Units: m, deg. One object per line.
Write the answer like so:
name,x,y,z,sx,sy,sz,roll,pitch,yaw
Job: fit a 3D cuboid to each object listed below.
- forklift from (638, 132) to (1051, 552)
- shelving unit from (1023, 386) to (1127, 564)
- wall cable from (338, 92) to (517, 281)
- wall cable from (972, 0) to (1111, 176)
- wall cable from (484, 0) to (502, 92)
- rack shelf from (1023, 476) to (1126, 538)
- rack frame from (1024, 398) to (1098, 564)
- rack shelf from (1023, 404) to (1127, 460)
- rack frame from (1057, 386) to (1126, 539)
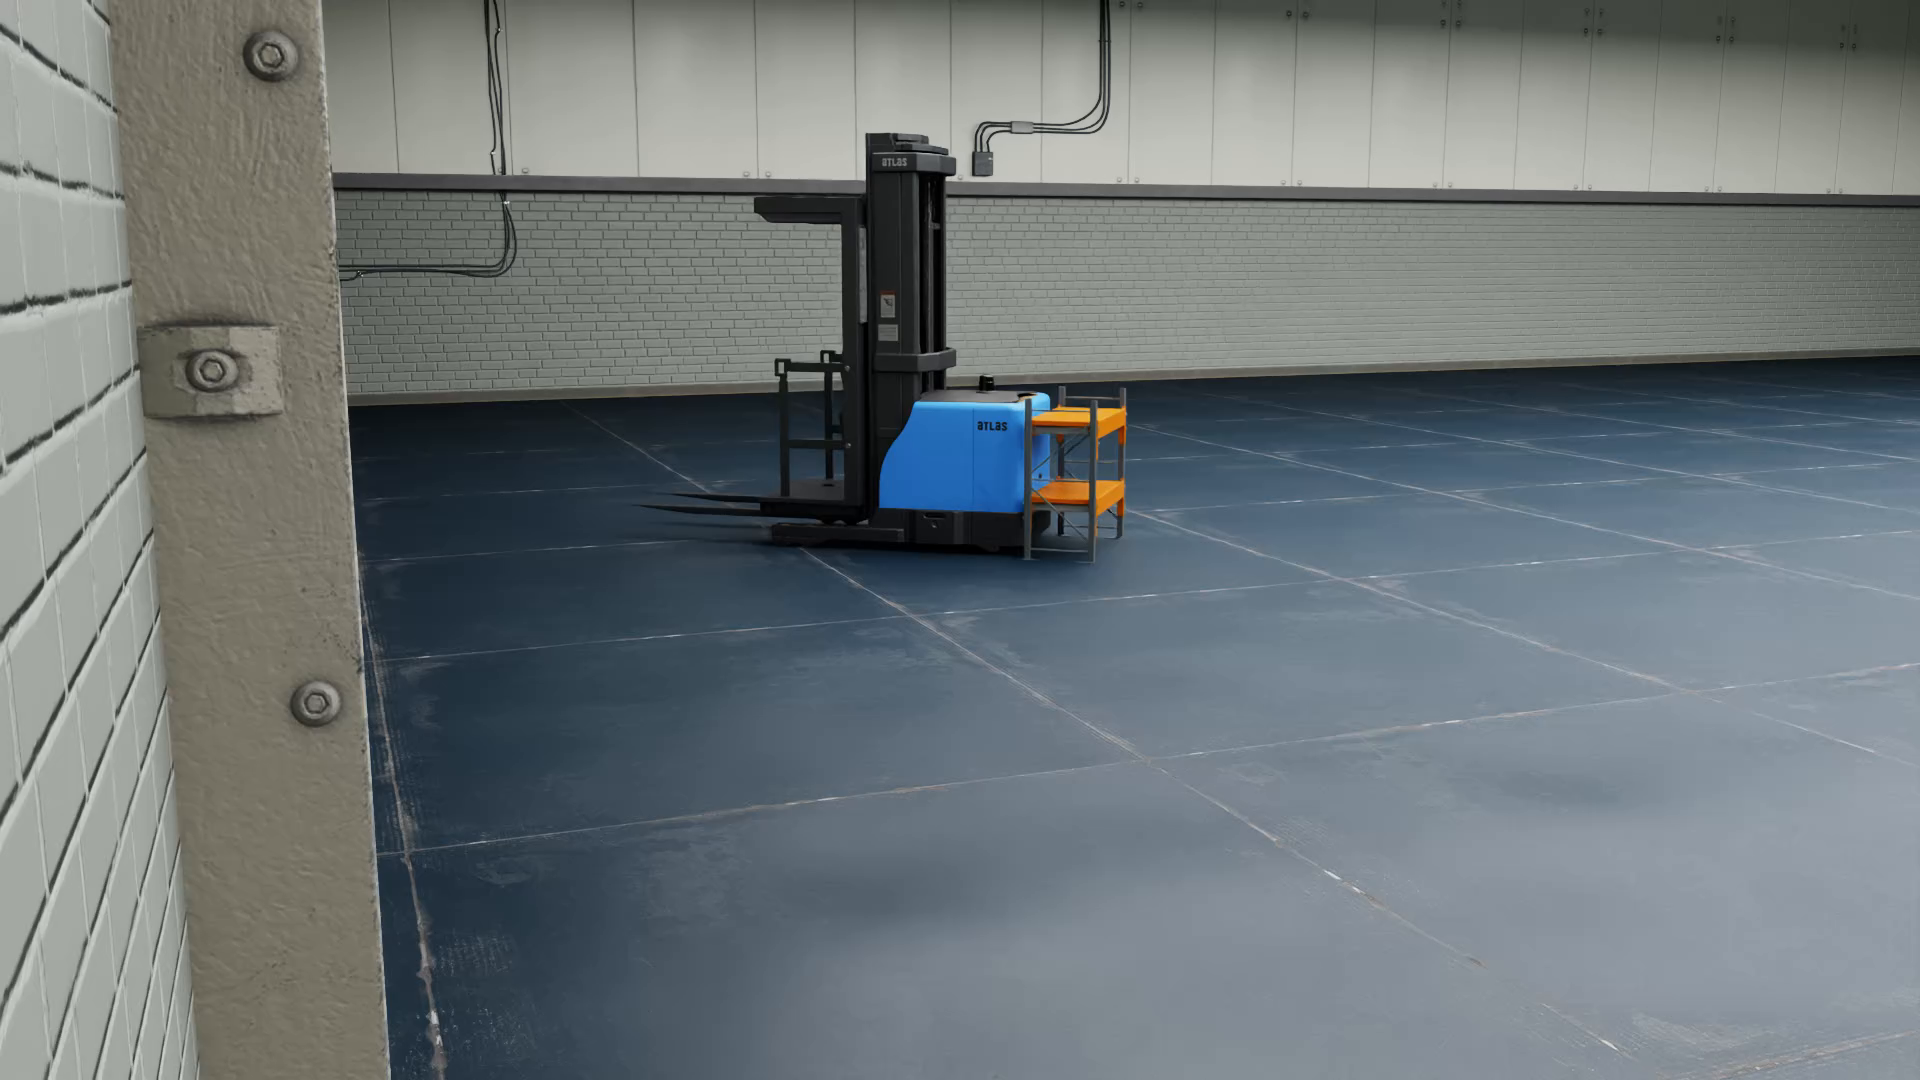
forklift,-0.887,-1.475,12.302,3.031,2.935,1.130,3,10,14
shelving unit,0.834,-0.489,11.917,0.538,1.125,1.048,3,11,16
wall cable,-7.569,-4.765,22.339,3.097,2.526,0.112,-4,11,-21
wall cable,1.285,-8.568,25.142,2.305,6.003,0.169,-4,11,-21
wall cable,-5.048,-7.424,22.862,3.097,2.526,0.112,-4,11,-21
rack shelf,0.834,-0.249,11.960,0.538,0.278,1.000,3,11,16
rack frame,0.689,-0.404,11.437,0.500,1.125,0.032,3,11,16
rack shelf,0.834,-0.778,11.866,0.538,0.278,1.000,3,11,16
rack frame,0.979,-0.575,12.397,0.500,1.125,0.032,3,11,16
